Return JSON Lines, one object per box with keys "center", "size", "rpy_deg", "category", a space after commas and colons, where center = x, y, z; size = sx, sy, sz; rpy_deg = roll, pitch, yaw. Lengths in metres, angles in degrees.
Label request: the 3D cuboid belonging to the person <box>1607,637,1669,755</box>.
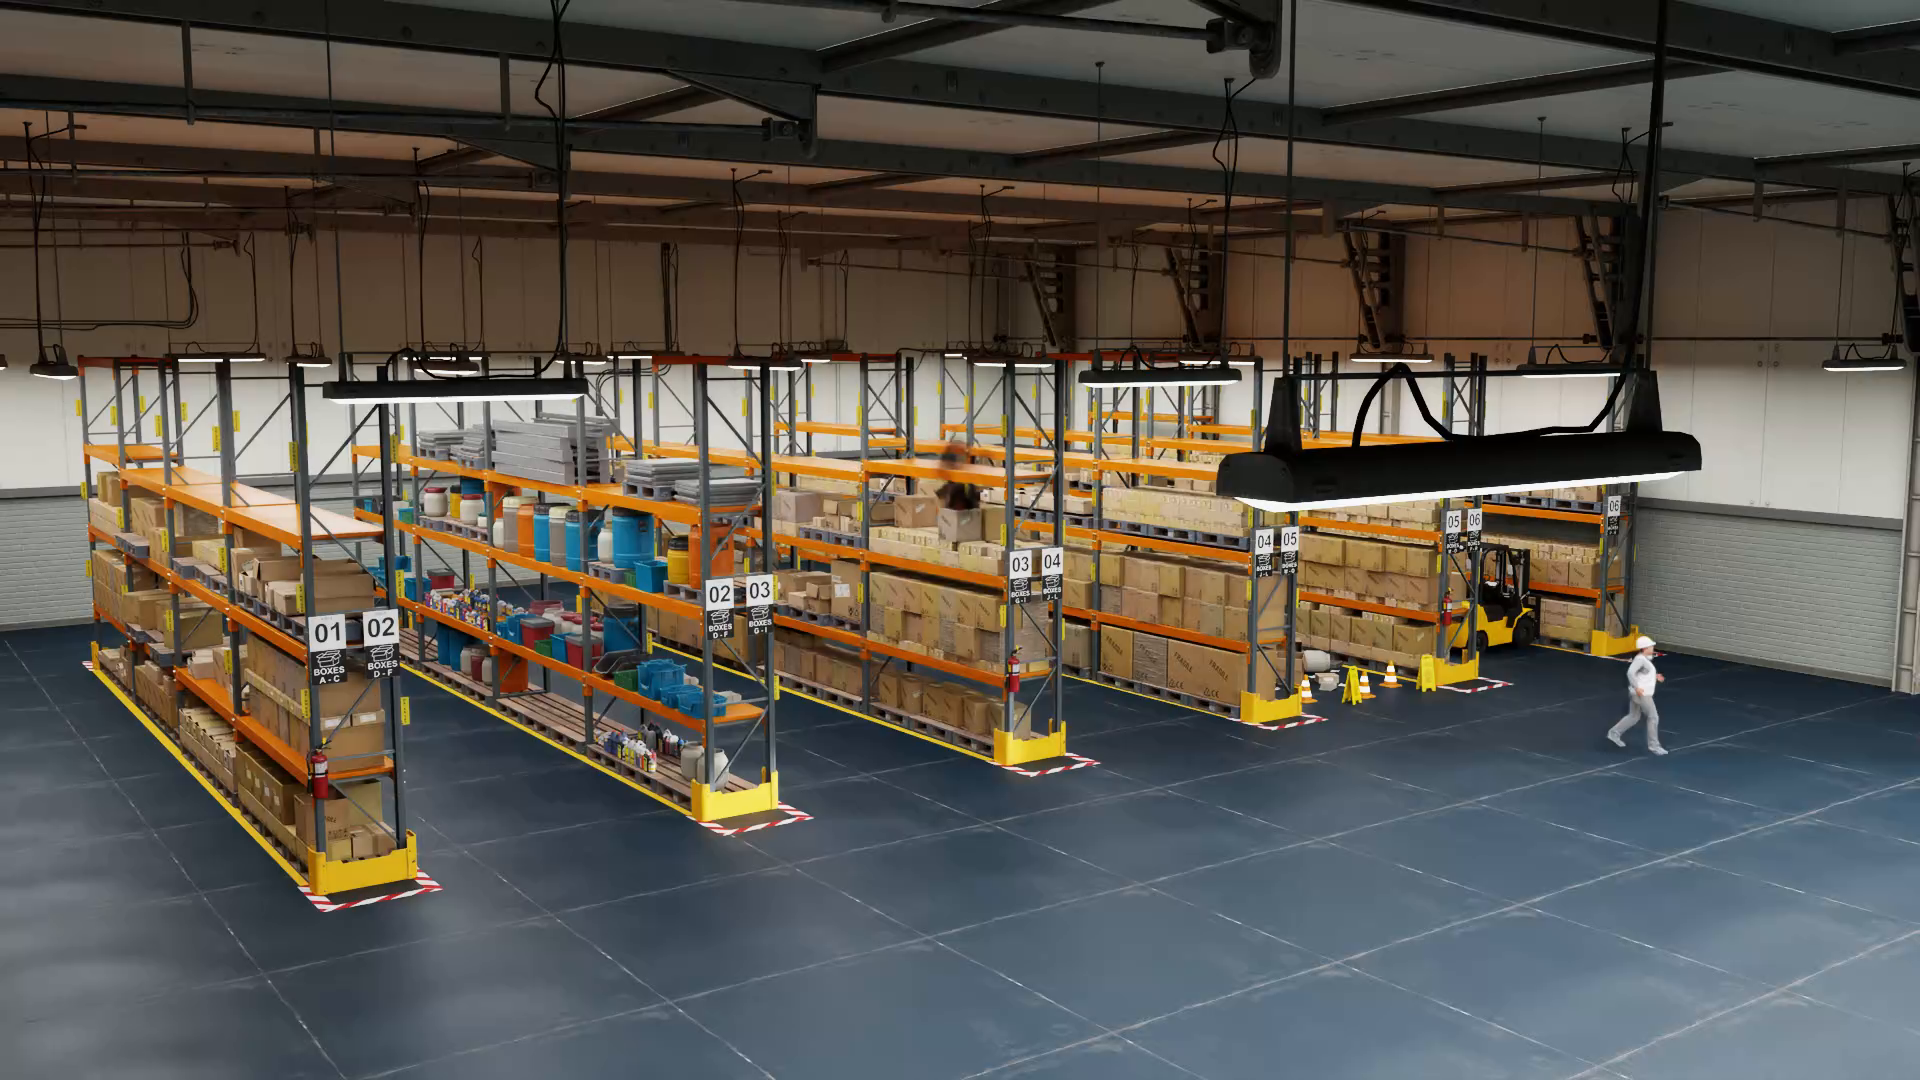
{"center": [10.418, 2.361, 25.478], "size": [0.879, 1.792, 0.653], "rpy_deg": [2, 7, 13], "category": "person"}
